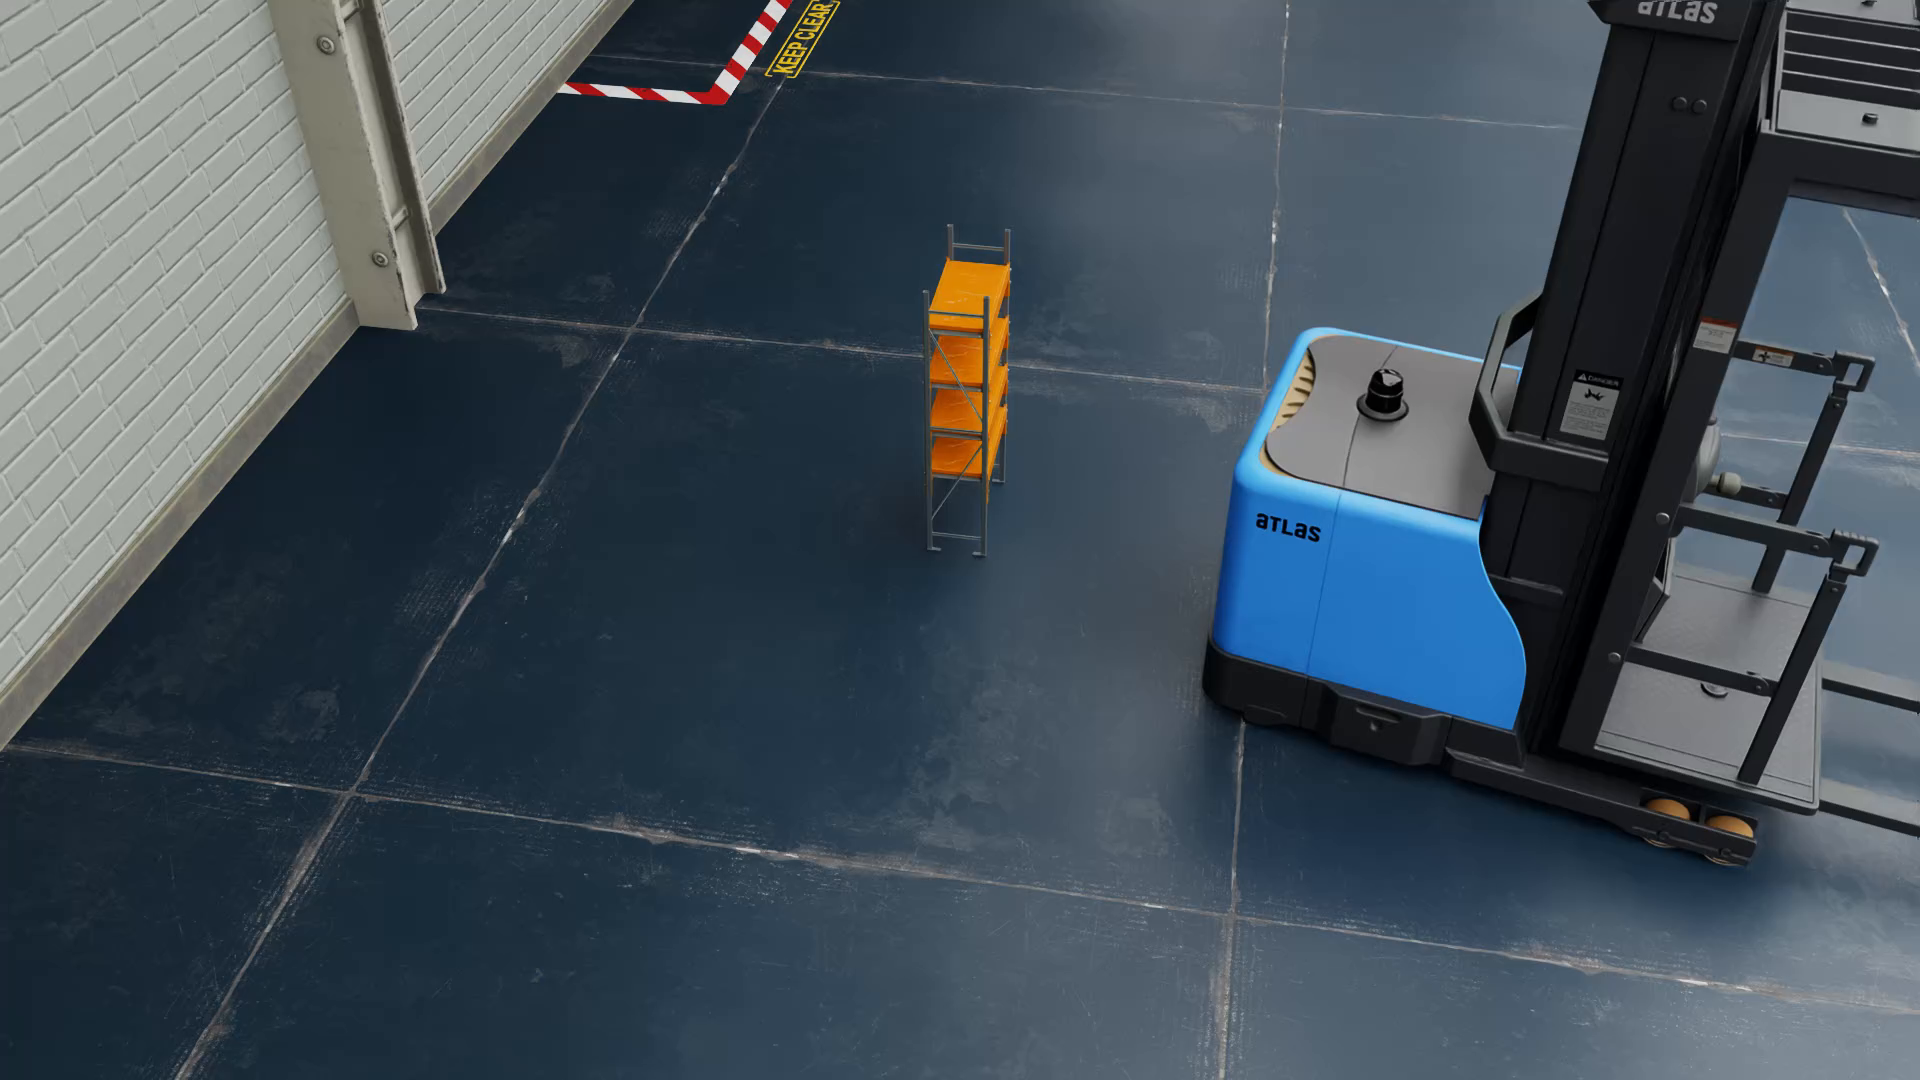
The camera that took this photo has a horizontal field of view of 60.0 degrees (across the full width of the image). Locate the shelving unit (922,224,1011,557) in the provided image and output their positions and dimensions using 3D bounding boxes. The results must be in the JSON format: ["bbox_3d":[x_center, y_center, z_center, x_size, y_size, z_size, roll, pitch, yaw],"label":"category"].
[{"bbox_3d":[0.029,-0.566,6.493,0.258,1.200,0.503,6,40,8],"label":"shelving unit"}]

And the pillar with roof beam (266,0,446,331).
[{"bbox_3d":[1.504,-4.138,4.693,9.100,9.000,0.400,6,40,8],"label":"pillar with roof beam"}]

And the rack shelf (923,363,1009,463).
[{"bbox_3d":[0.029,-0.514,6.536,0.258,0.148,0.480,6,40,8],"label":"rack shelf"}]

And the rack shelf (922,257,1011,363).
[{"bbox_3d":[0.029,-0.869,6.243,0.258,0.148,0.480,6,40,8],"label":"rack shelf"}]

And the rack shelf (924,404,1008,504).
[{"bbox_3d":[0.029,-0.361,6.663,0.258,0.148,0.480,6,40,8],"label":"rack shelf"}]

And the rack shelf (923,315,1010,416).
[{"bbox_3d":[0.029,-0.687,6.394,0.258,0.148,0.480,6,40,8],"label":"rack shelf"}]

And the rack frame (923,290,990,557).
[{"bbox_3d":[-0.014,-0.413,6.308,0.240,1.200,0.015,6,40,8],"label":"rack frame"}]

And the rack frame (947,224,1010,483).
[{"bbox_3d":[0.071,-0.719,6.679,0.240,1.200,0.015,6,40,8],"label":"rack frame"}]

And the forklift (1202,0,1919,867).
[{"bbox_3d":[2.440,-0.449,4.993,3.031,2.935,1.130,15,42,17],"label":"forklift"}]
